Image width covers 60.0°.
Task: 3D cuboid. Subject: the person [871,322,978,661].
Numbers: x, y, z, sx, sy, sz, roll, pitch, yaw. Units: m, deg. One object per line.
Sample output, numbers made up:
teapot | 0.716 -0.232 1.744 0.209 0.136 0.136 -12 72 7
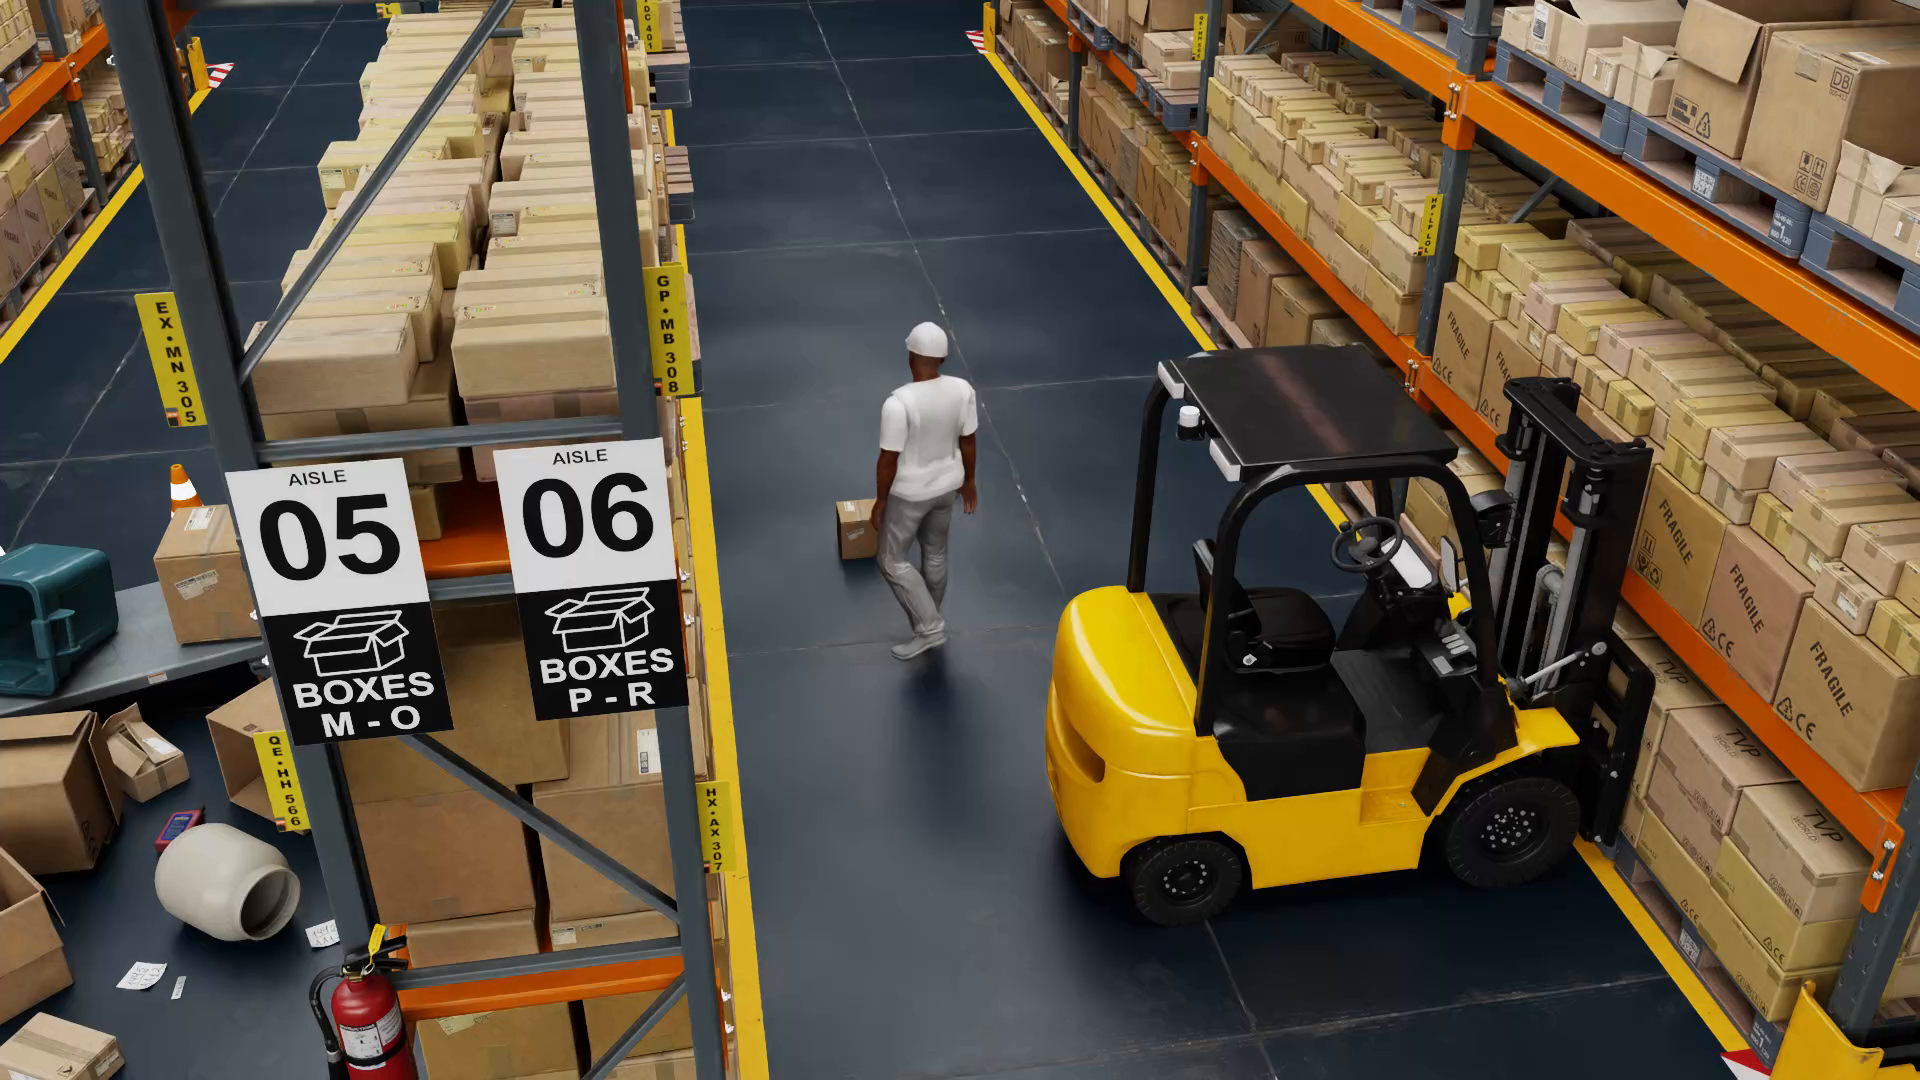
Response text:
person | -0.162 -0.230 8.477 0.635 1.761 0.590 -20 36 -30
